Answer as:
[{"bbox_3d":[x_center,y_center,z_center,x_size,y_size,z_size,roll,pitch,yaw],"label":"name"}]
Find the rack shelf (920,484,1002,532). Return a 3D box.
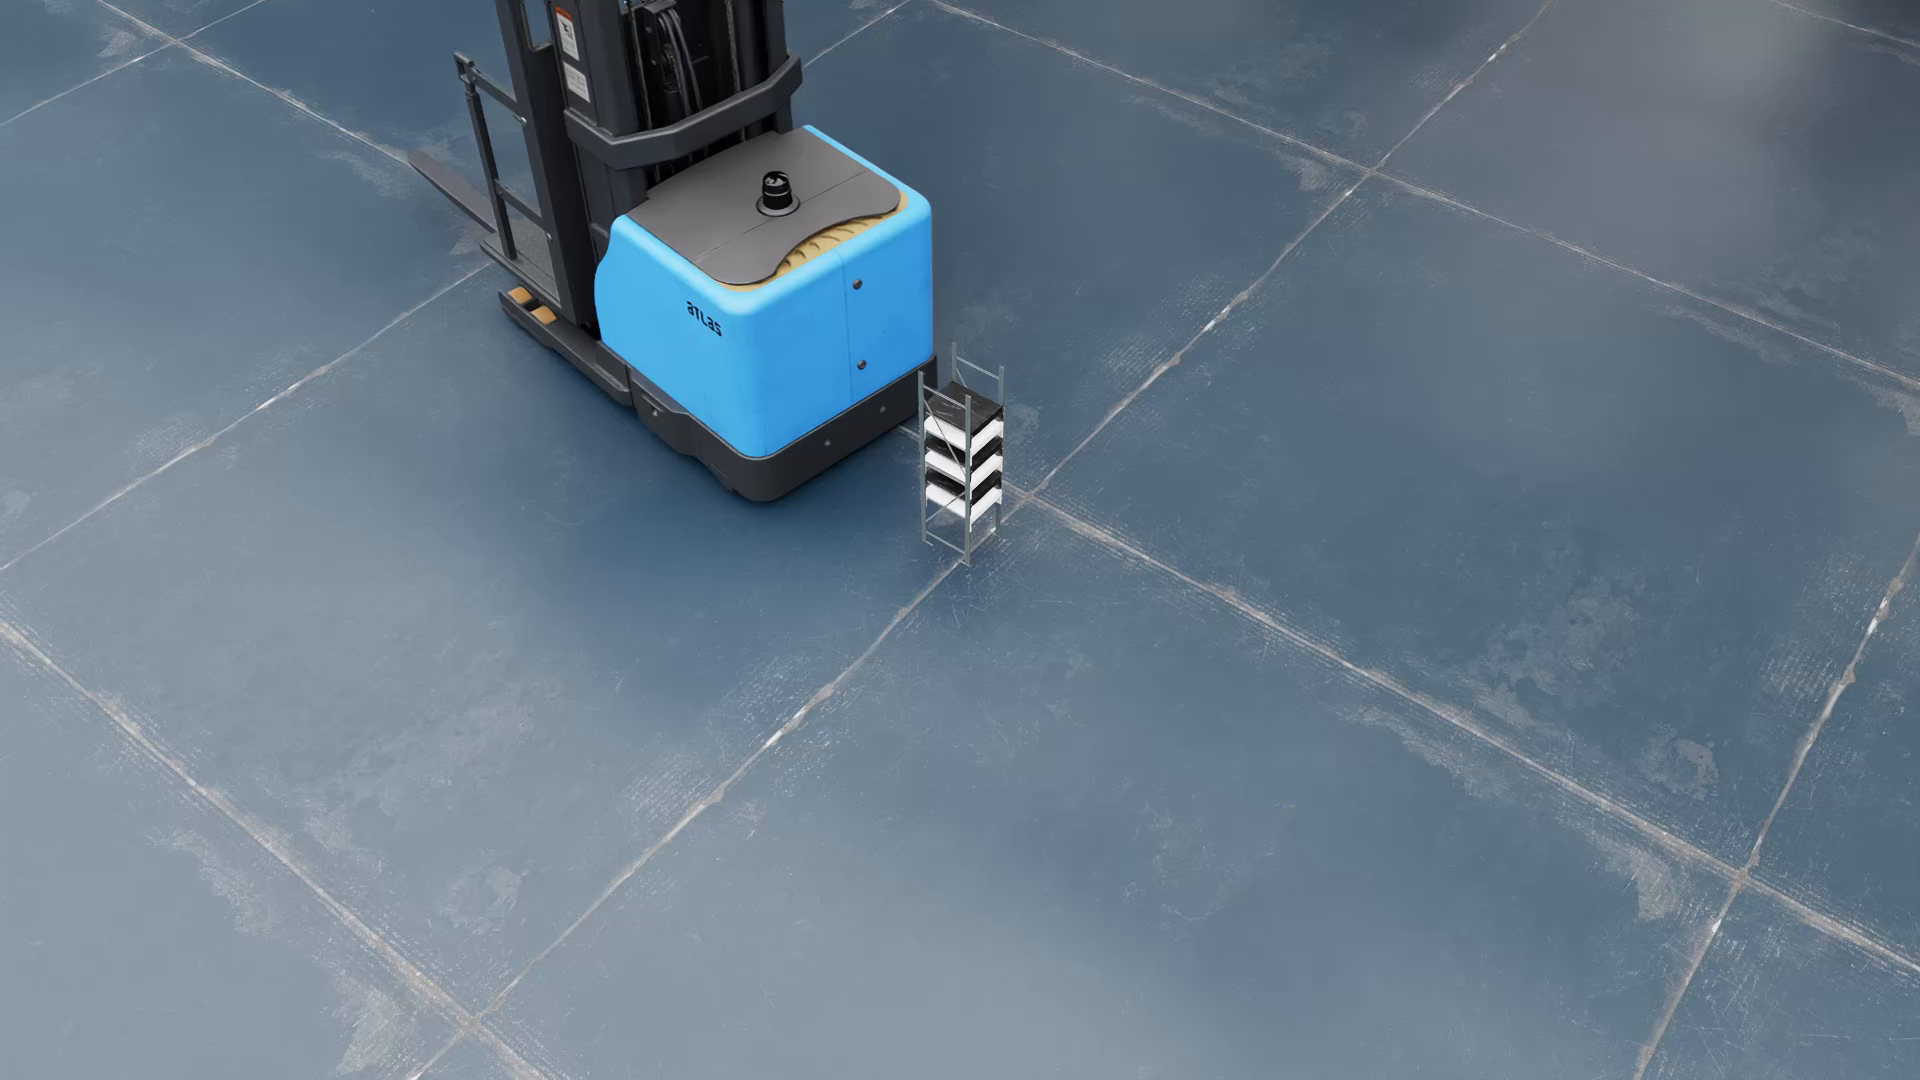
[{"bbox_3d":[0.005,-0.168,6.583,0.258,0.077,0.200,29,53,25],"label":"rack shelf"}]

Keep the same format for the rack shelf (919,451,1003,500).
[{"bbox_3d":[0.005,-0.292,6.453,0.258,0.077,0.200,29,53,25],"label":"rack shelf"}]

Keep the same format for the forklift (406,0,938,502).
[{"bbox_3d":[-1.474,-2.142,6.769,1.130,2.935,3.031,-34,55,-28],"label":"forklift"}]

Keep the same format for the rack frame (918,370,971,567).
[{"bbox_3d":[-0.057,-0.257,6.373,0.240,0.900,0.006,29,53,25],"label":"rack frame"}]

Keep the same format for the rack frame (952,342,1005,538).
[{"bbox_3d":[0.067,-0.374,6.485,0.240,0.900,0.006,29,53,25],"label":"rack frame"}]

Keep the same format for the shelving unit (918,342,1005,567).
[{"bbox_3d":[0.005,-0.315,6.429,0.258,0.900,0.210,29,53,25],"label":"shelving unit"}]

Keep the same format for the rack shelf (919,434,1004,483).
[{"bbox_3d":[0.005,-0.355,6.388,0.258,0.077,0.200,29,53,25],"label":"rack shelf"}]

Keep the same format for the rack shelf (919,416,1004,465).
[{"bbox_3d":[0.005,-0.417,6.323,0.258,0.077,0.200,29,53,25],"label":"rack shelf"}]

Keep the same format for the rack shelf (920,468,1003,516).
[{"bbox_3d":[0.005,-0.230,6.518,0.258,0.077,0.200,29,53,25],"label":"rack shelf"}]

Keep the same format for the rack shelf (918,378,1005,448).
[{"bbox_3d":[0.005,-0.479,6.258,0.258,0.077,0.200,29,53,25],"label":"rack shelf"}]
